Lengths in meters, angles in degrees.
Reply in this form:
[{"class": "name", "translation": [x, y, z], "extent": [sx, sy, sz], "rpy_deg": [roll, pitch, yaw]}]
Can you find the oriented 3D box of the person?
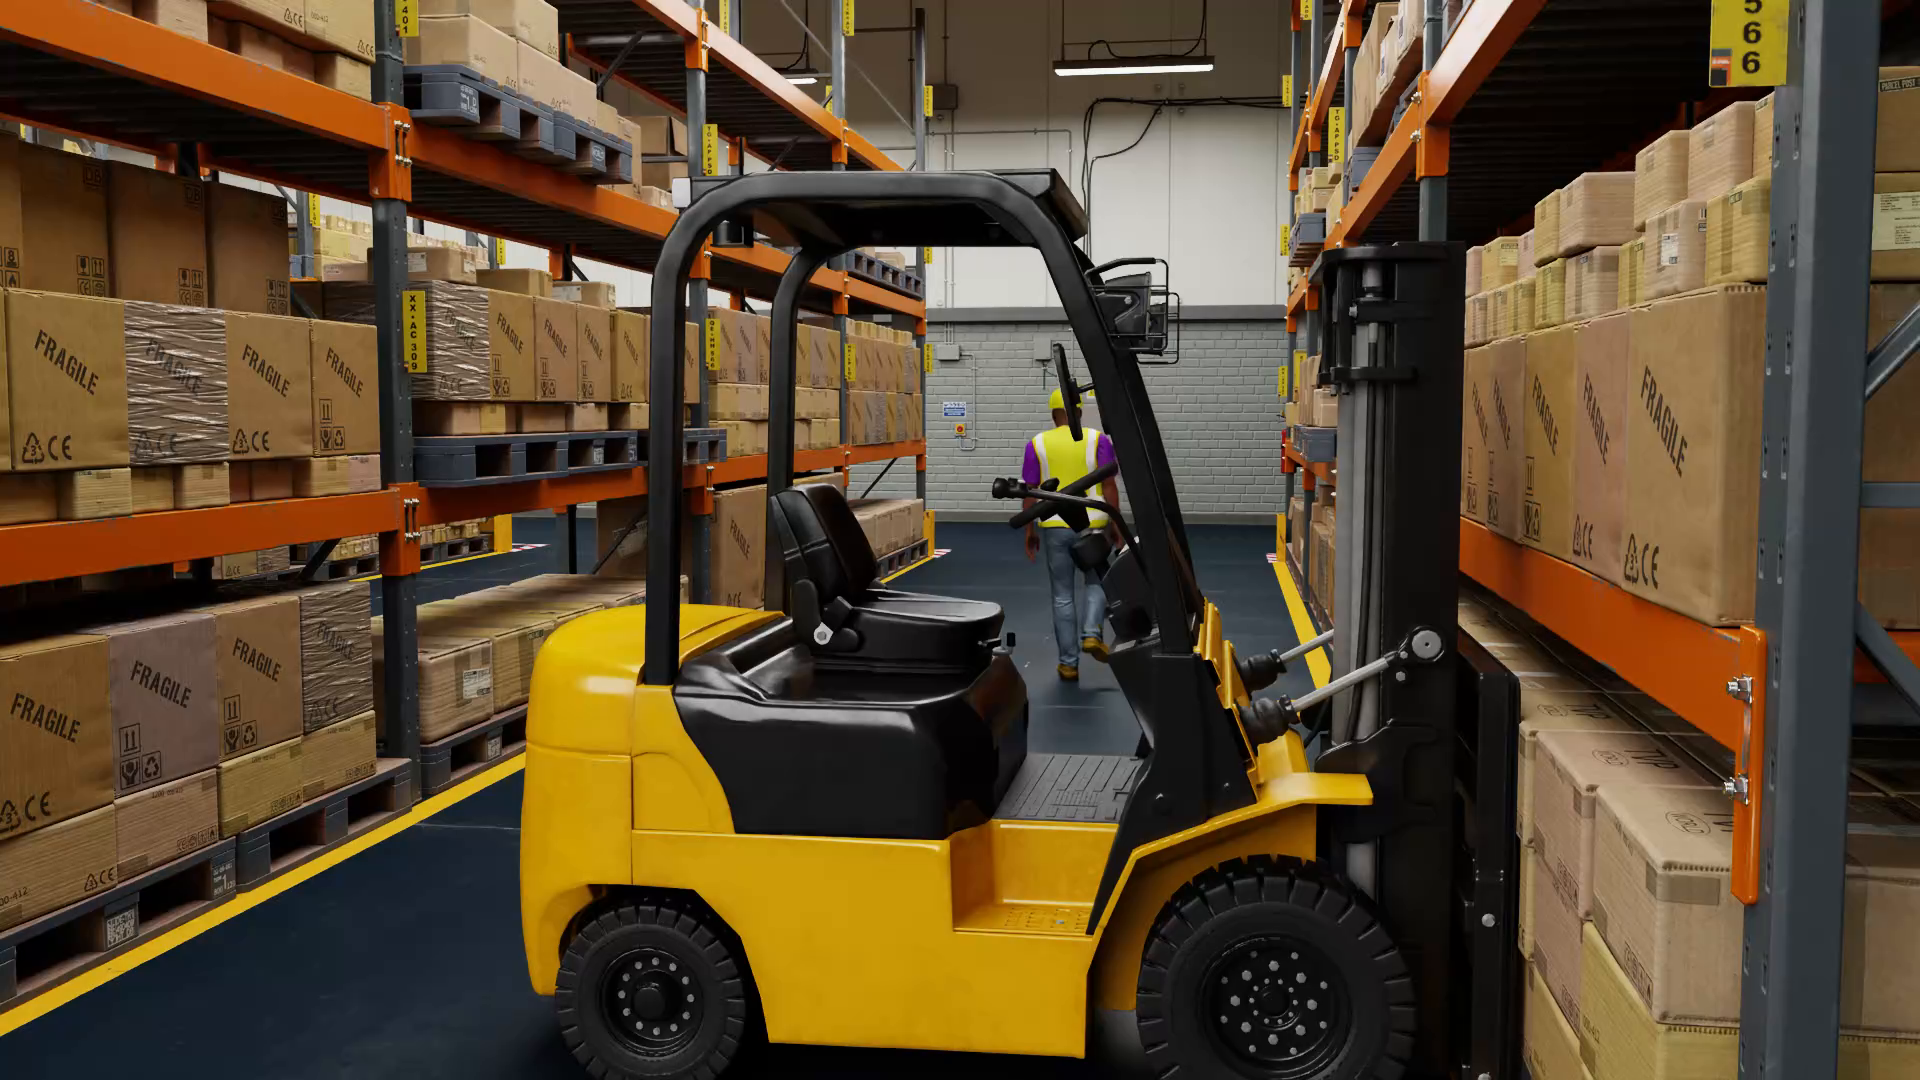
[{"class": "person", "translation": [0.679, -0.063, 10.134], "extent": [0.612, 1.752, 0.496], "rpy_deg": [0, 4, 3]}]
